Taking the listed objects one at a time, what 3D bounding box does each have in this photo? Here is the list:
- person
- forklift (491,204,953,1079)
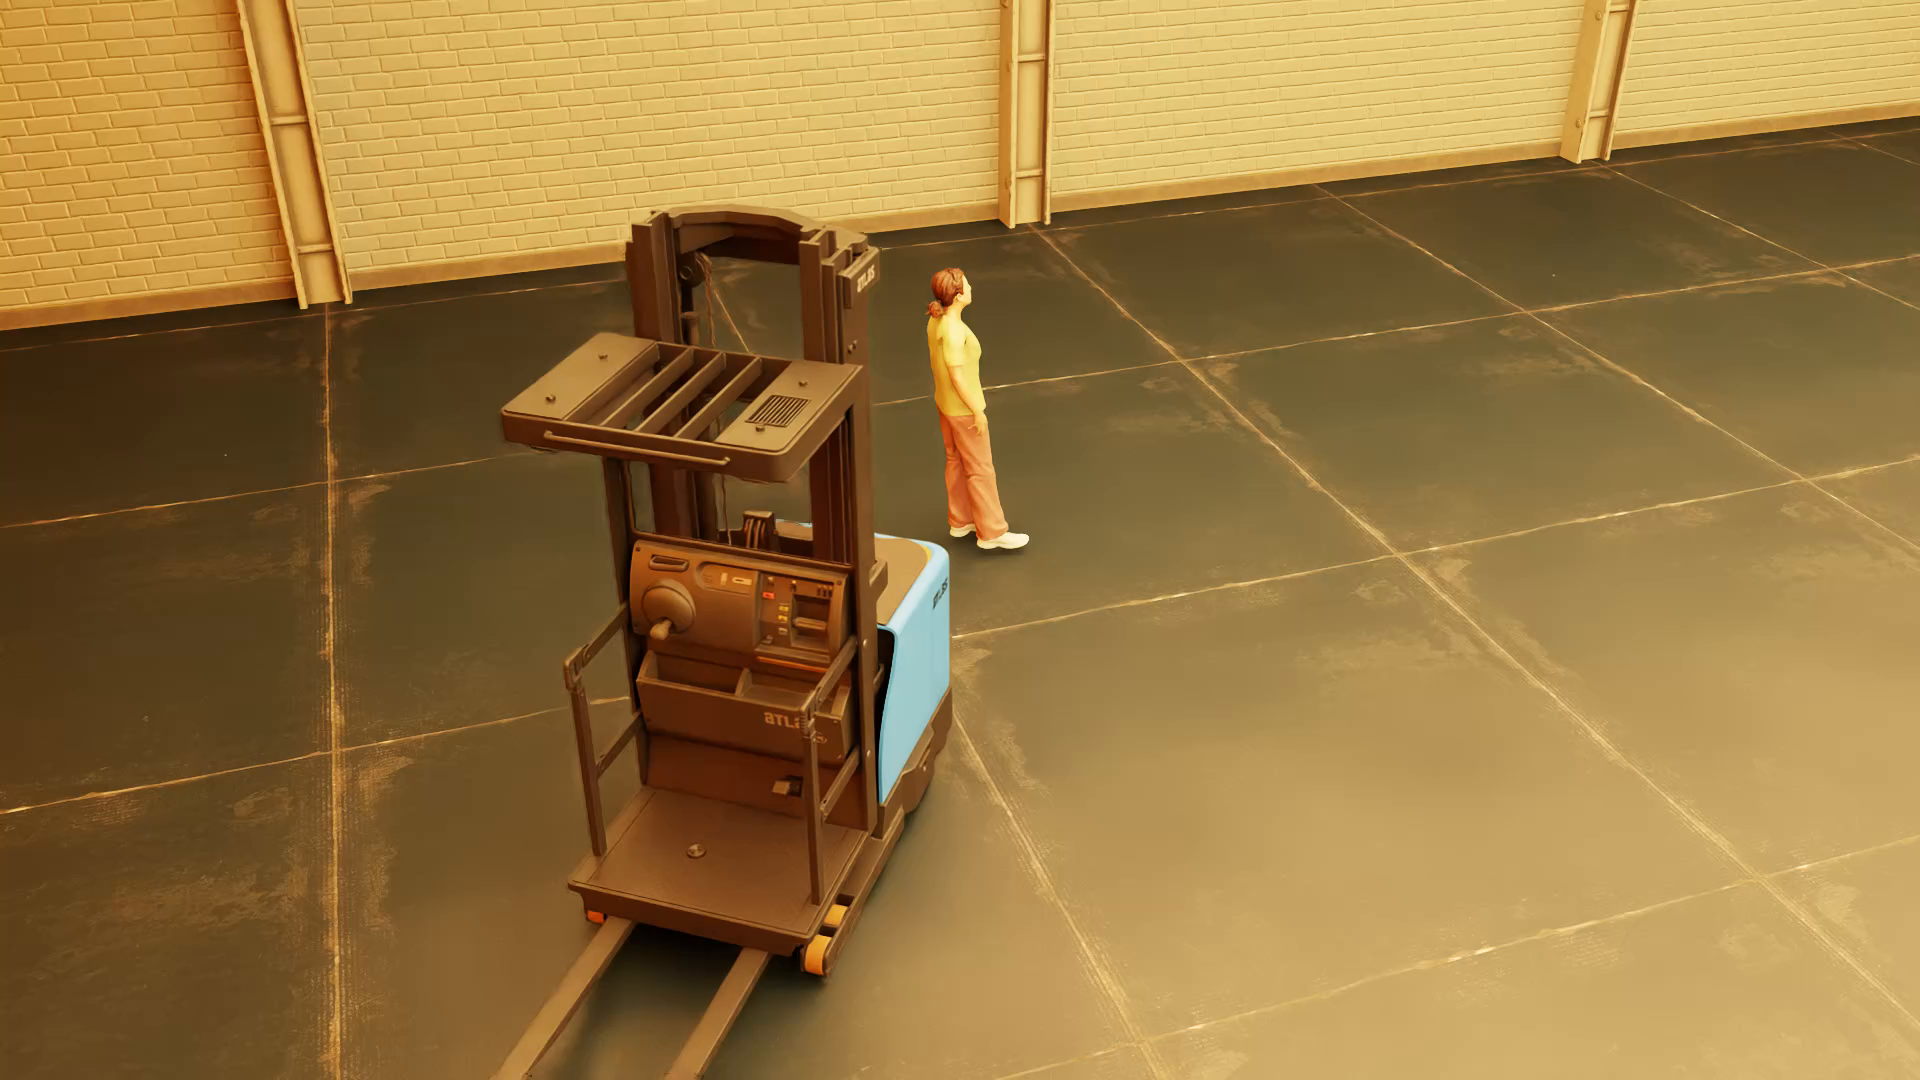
[{"bbox_3d":[0.074,-0.774,9.595,0.547,1.673,0.553,-10,31,-16],"label":"person"},{"bbox_3d":[-0.967,0.308,6.552,1.130,2.935,3.031,9,31,15],"label":"forklift"}]
